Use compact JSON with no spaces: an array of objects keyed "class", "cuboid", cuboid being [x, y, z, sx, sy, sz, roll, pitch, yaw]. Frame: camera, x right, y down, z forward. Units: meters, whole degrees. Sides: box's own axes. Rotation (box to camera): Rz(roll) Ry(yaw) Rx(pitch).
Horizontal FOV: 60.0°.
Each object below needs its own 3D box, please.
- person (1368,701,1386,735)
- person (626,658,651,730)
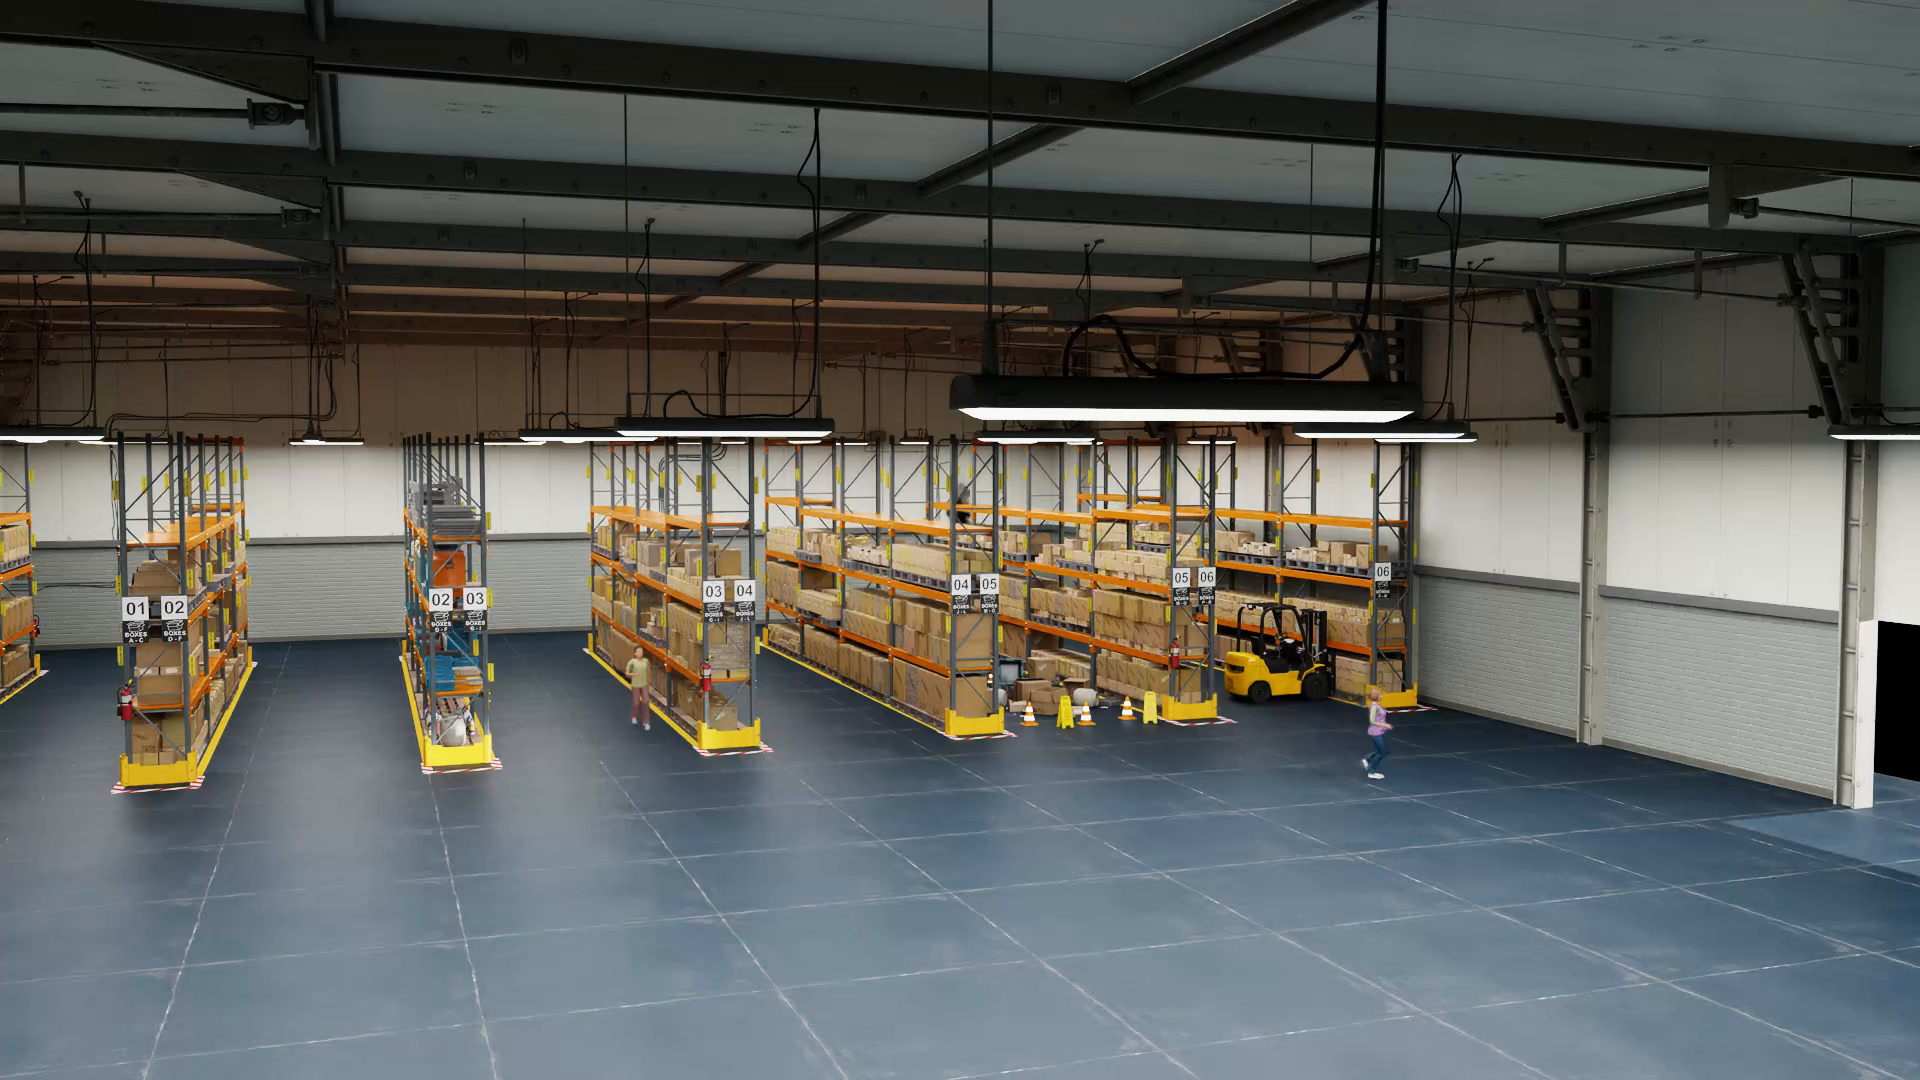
[{"class":"person","cuboid":[7.196,3.080,28.754,0.314,0.576,0.530,1,3,22]},{"class":"person","cuboid":[-6.526,3.112,33.839,0.534,1.422,0.951,-2,4,-28]}]
